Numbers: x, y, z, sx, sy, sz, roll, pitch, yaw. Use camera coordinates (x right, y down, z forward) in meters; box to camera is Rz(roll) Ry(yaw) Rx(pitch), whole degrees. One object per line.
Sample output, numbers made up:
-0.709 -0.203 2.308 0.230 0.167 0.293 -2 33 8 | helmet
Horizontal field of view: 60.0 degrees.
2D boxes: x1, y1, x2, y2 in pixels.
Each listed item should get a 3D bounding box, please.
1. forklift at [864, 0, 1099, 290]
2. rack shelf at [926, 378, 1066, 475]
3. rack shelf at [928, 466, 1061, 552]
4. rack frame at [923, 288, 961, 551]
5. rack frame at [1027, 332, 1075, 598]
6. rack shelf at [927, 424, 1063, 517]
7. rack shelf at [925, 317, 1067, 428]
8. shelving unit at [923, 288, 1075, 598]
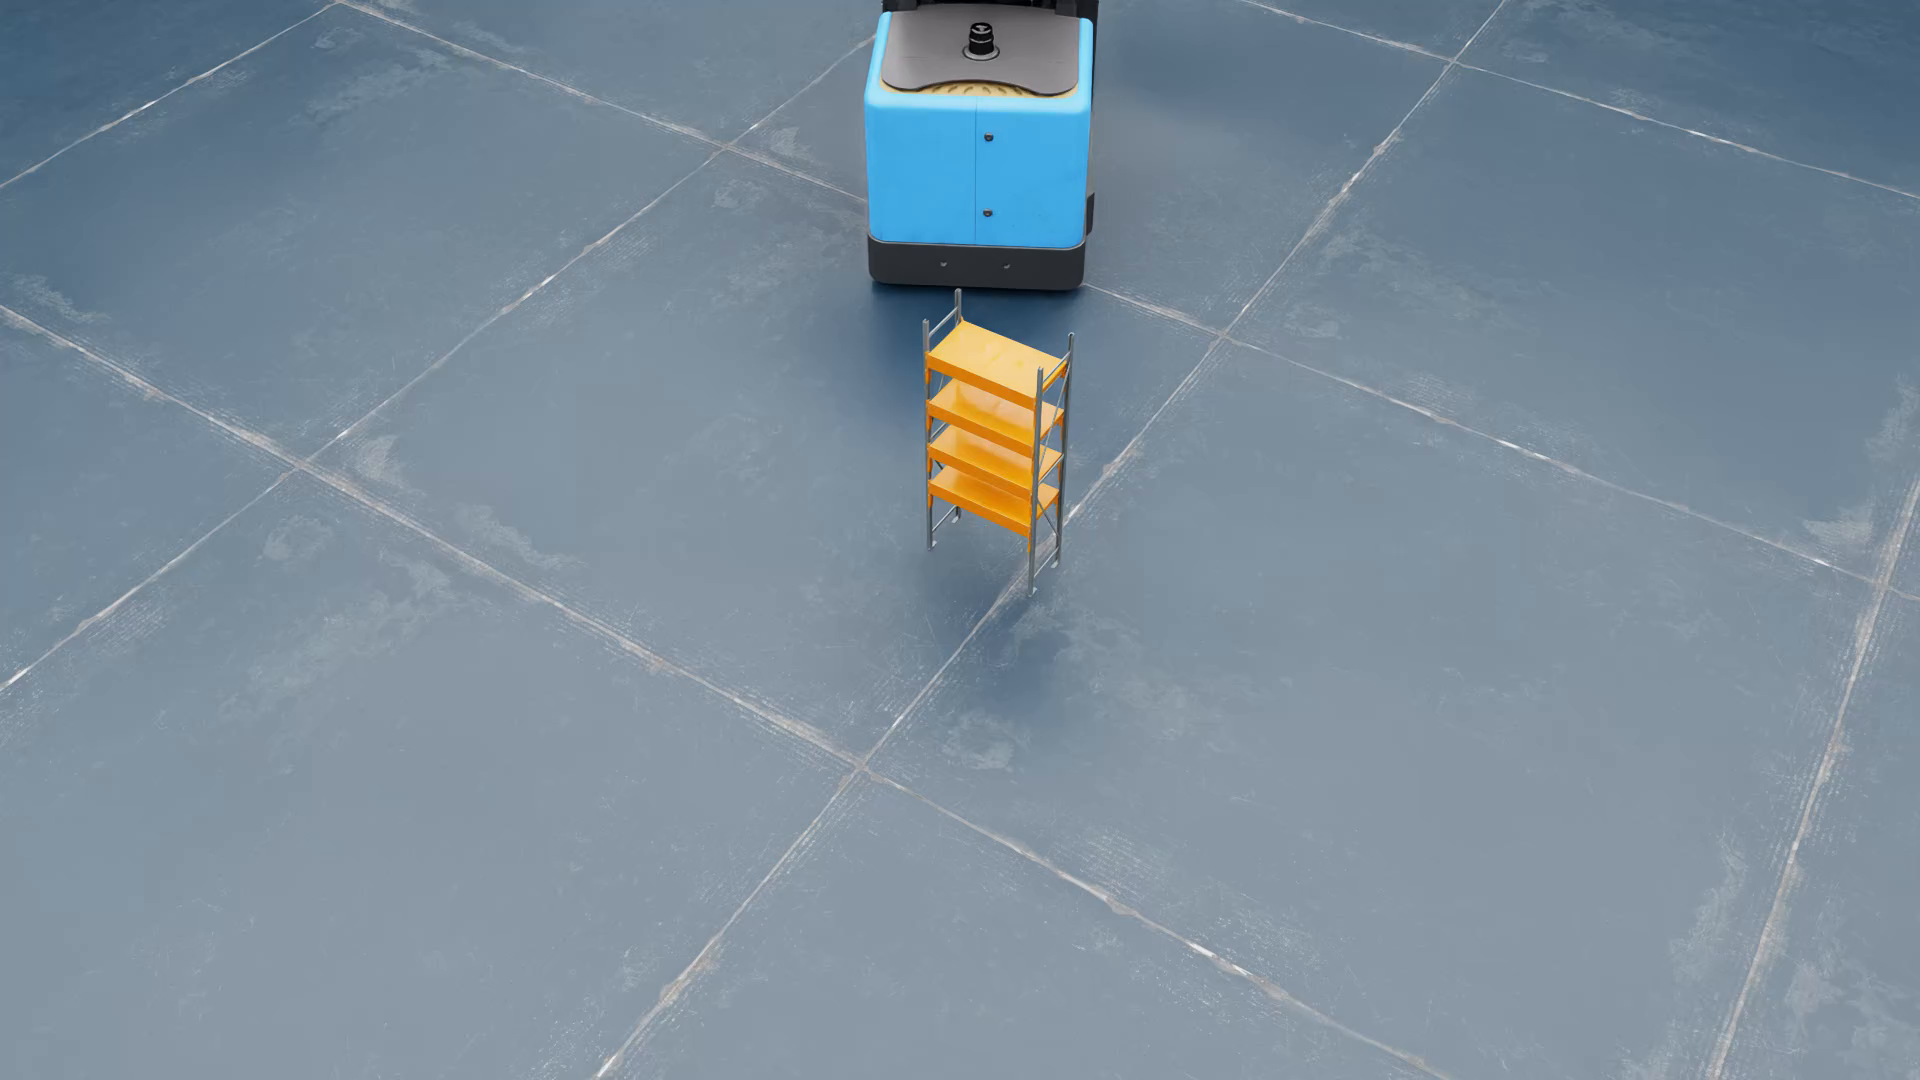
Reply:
0.169 -3.281 8.117 1.130 2.935 3.031 3 46 3 | forklift
0.139 -0.463 6.367 0.480 0.148 0.258 25 51 22 | rack shelf
0.139 -0.169 6.670 0.480 0.148 0.258 25 51 22 | rack shelf
-0.066 -0.449 6.571 0.015 1.200 0.240 25 51 22 | rack frame
0.345 -0.260 6.387 0.015 1.200 0.240 25 51 22 | rack frame
0.139 -0.307 6.528 0.480 0.148 0.258 25 51 22 | rack shelf
0.139 -0.628 6.197 0.480 0.148 0.258 25 51 22 | rack shelf
0.139 -0.354 6.479 0.503 1.200 0.258 25 51 22 | shelving unit
